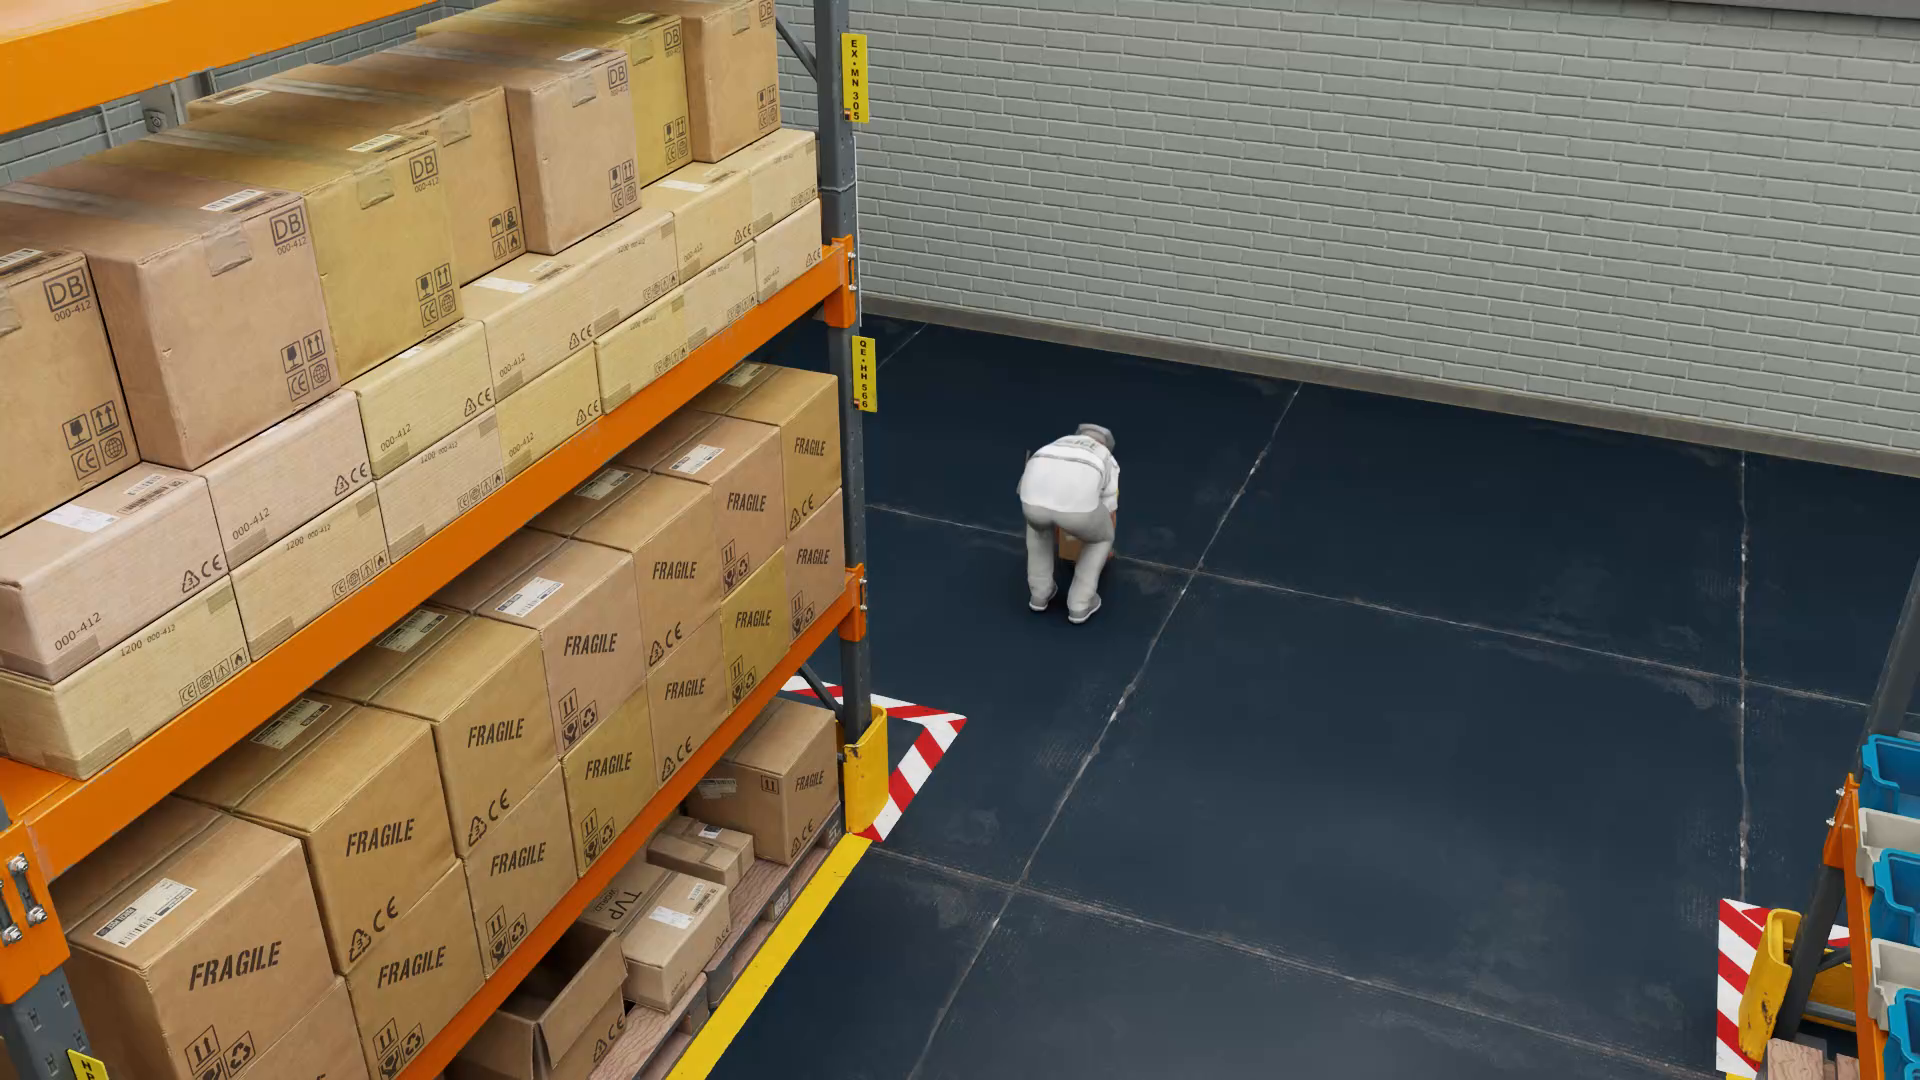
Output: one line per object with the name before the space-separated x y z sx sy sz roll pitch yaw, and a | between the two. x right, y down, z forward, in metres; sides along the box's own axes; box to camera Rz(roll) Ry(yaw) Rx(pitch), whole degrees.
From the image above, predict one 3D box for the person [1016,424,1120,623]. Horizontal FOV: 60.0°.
person | 0.648 -0.150 9.404 0.516 1.020 1.030 10 31 17
